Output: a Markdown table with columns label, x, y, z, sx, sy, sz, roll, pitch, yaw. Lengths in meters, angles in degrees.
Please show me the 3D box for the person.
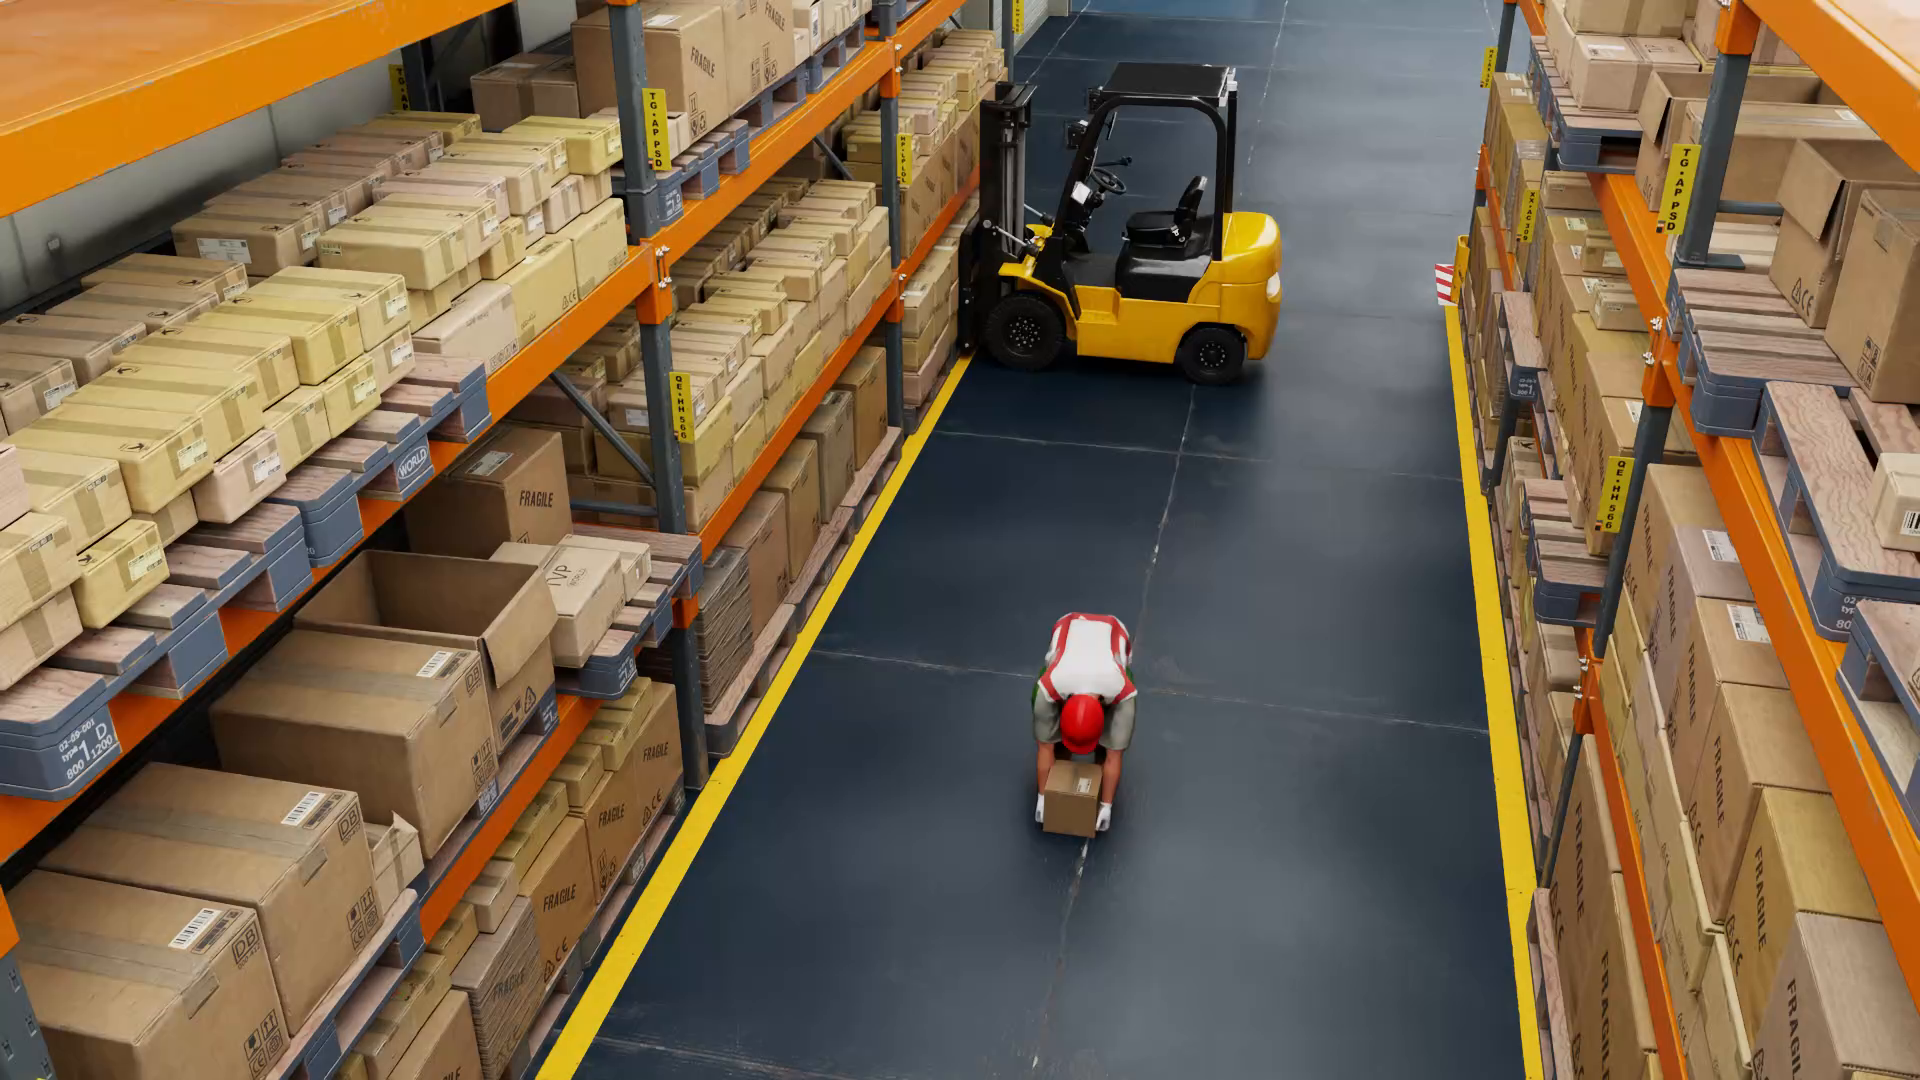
| label | x | y | z | sx | sy | sz | roll | pitch | yaw |
| --- | --- | --- | --- | --- | --- | --- | --- | --- | --- |
| person | 0.597 | 0.860 | 8.071 | 0.519 | 0.831 | 0.966 | 5 | 29 | 9 |
